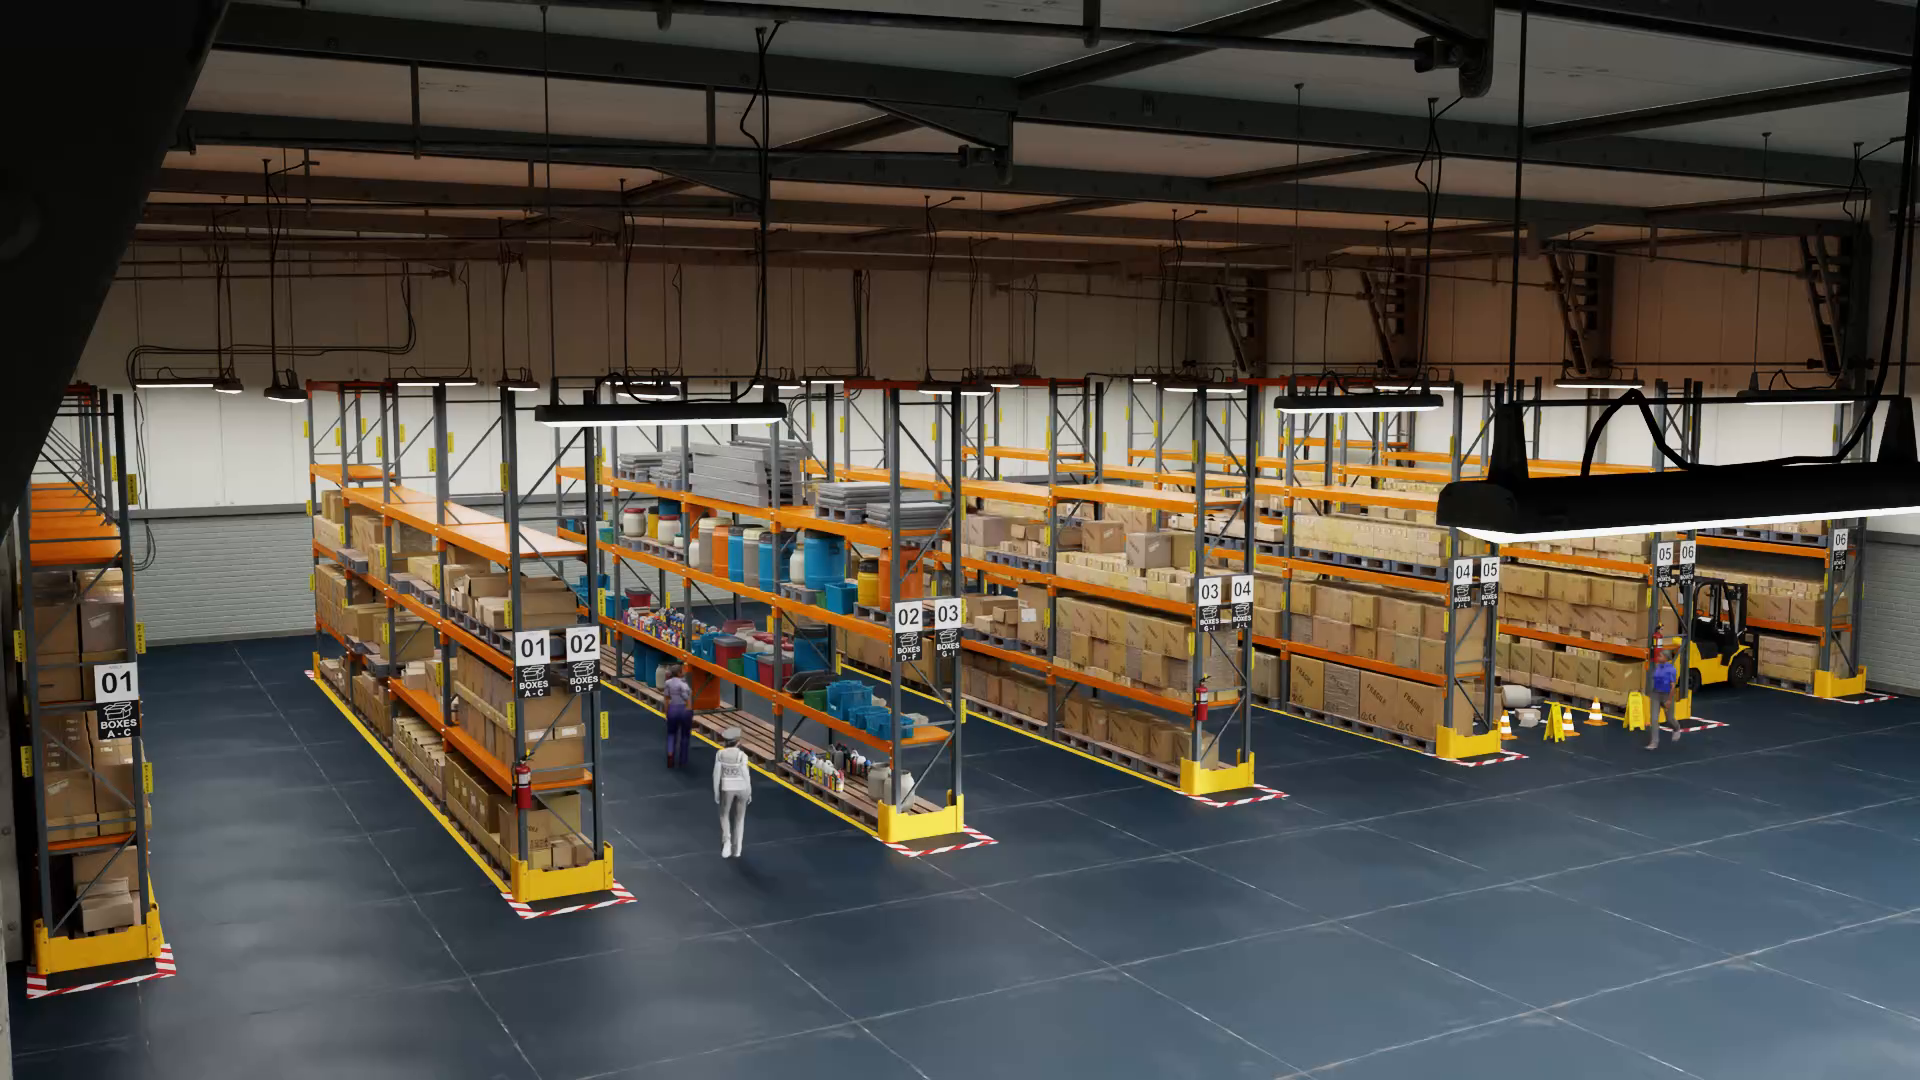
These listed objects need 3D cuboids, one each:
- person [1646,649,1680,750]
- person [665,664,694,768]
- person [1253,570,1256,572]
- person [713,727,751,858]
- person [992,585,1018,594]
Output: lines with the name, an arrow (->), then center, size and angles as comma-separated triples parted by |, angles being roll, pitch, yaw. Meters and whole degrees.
person -> 11.612, 2.604, 27.420 | 0.417, 1.641, 0.794 | 5, 8, 38
person -> -4.394, 2.748, 25.989 | 0.485, 1.627, 0.462 | 1, 6, 5
person -> 6.387, 1.560, 36.586 | 0.443, 1.790, 0.647 | 0, 6, 2
person -> -2.908, 3.226, 21.207 | 0.491, 1.683, 0.501 | -1, 6, -5
person -> 1.234, 0.664, 45.557 | 0.874, 1.623, 0.492 | -5, 8, -39
